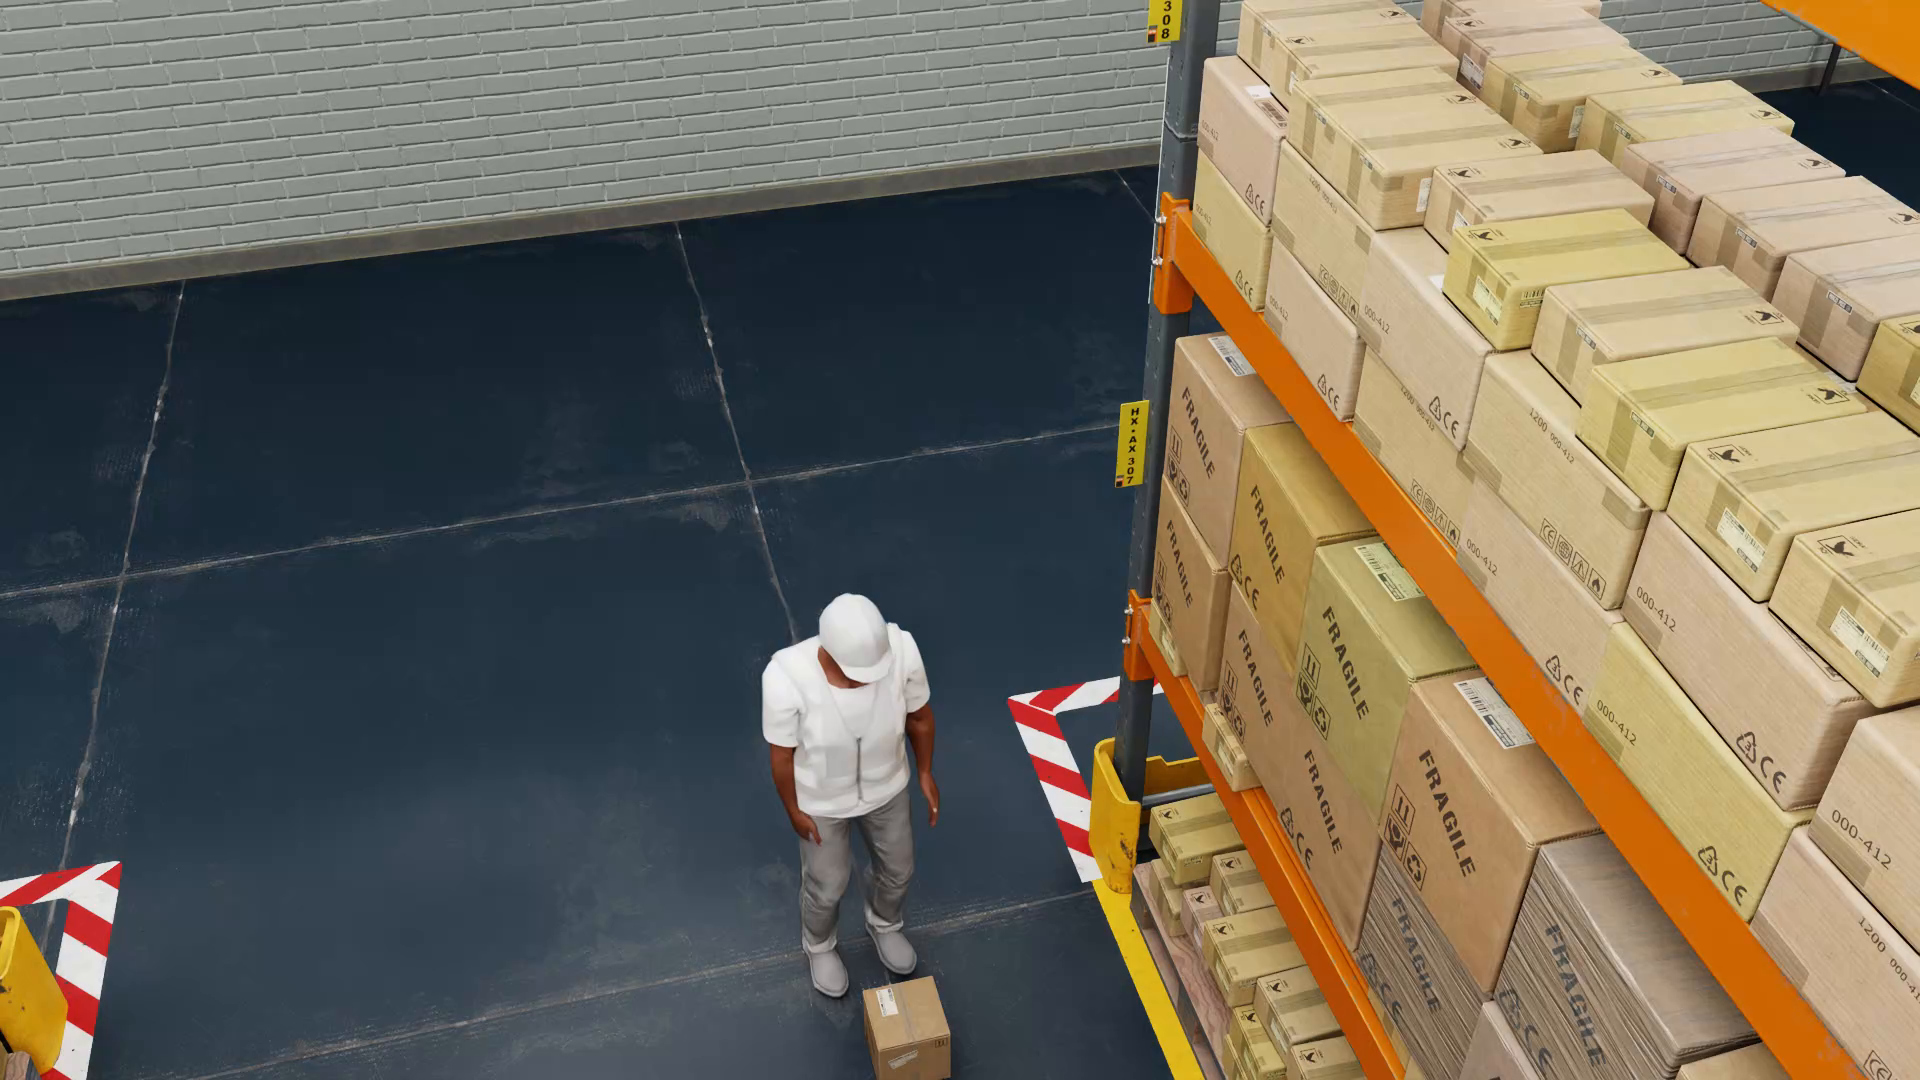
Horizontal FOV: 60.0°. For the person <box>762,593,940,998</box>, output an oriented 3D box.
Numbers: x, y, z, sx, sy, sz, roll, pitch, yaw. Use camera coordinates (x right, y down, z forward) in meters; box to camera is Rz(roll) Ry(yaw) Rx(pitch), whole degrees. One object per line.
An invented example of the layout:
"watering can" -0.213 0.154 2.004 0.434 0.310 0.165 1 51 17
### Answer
"person" -0.349 0.848 5.627 0.578 1.743 0.396 -14 40 -18
